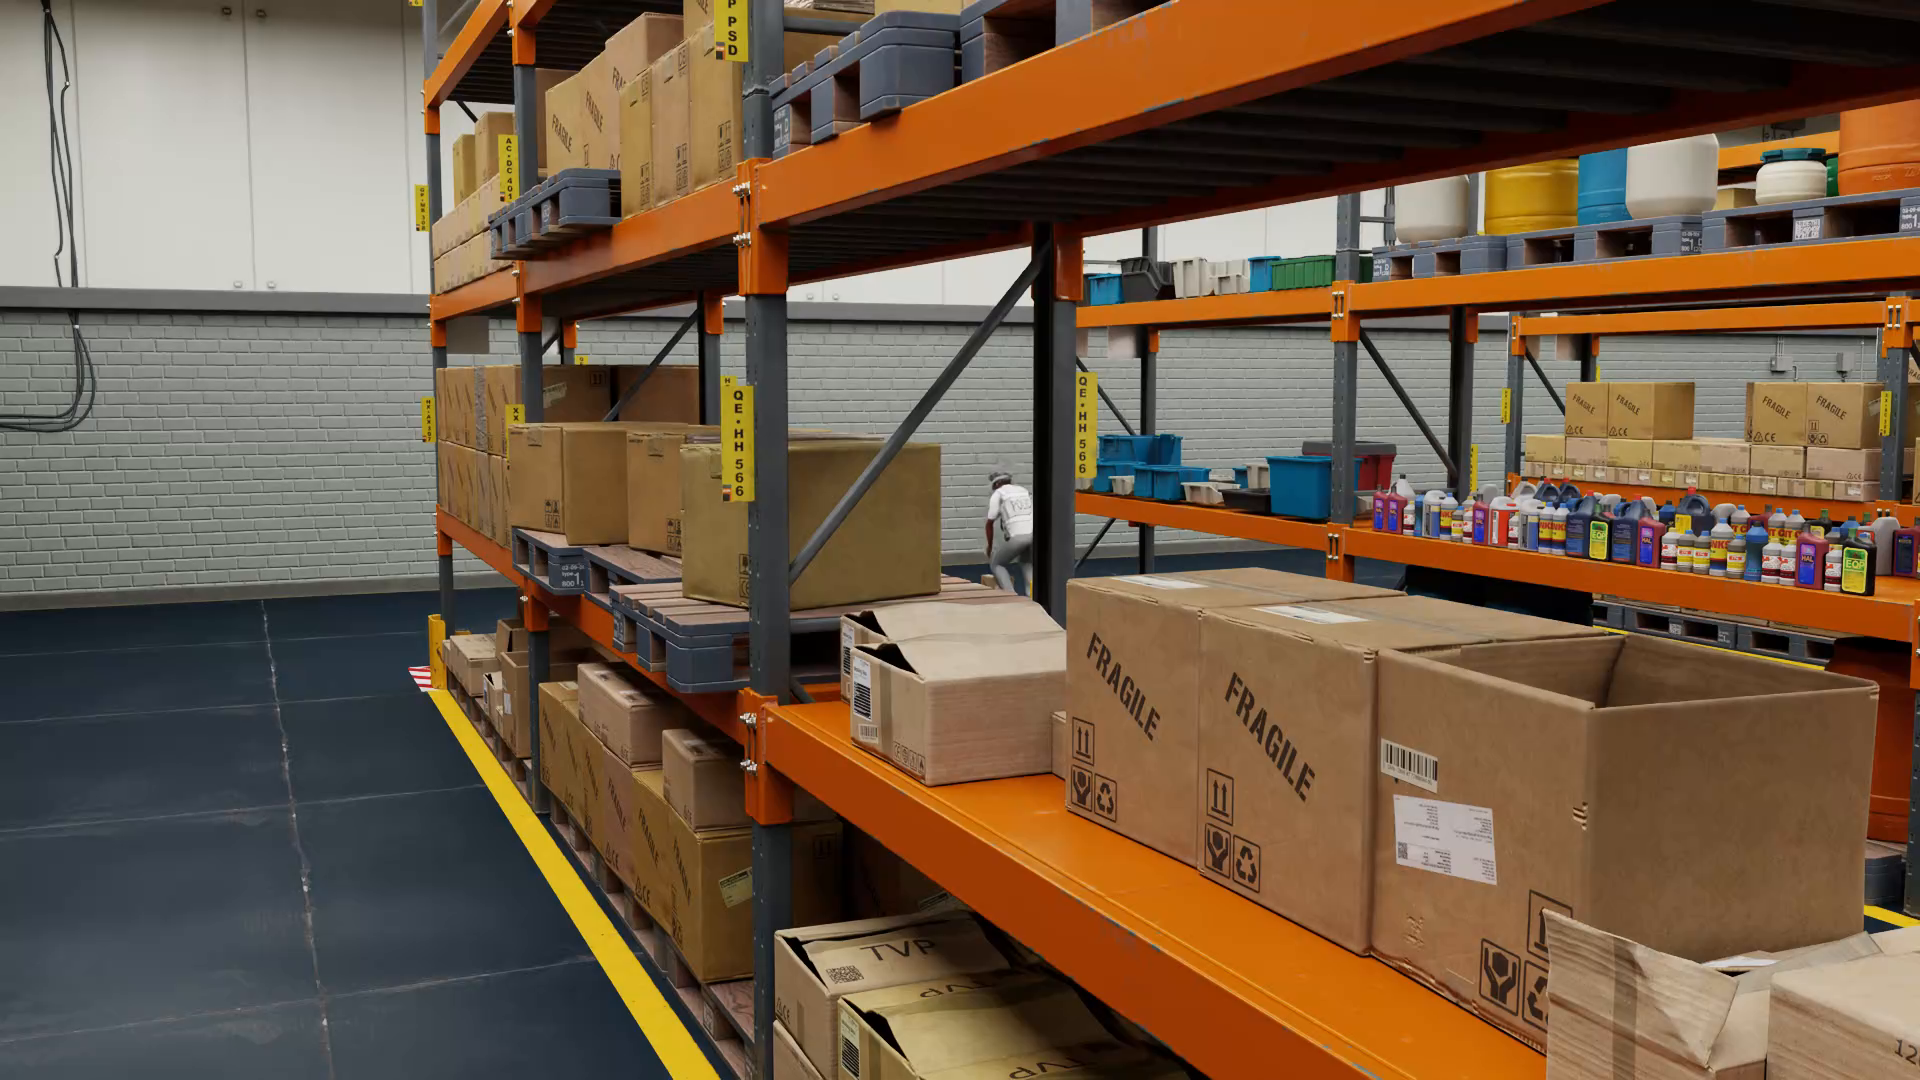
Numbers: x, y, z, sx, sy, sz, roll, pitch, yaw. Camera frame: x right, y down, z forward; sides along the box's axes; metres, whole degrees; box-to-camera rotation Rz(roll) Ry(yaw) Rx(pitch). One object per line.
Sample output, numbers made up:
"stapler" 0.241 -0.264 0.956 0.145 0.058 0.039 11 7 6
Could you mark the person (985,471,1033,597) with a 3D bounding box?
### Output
"person" 0.513 -0.004 16.365 0.496 1.323 0.741 -2 6 -24
